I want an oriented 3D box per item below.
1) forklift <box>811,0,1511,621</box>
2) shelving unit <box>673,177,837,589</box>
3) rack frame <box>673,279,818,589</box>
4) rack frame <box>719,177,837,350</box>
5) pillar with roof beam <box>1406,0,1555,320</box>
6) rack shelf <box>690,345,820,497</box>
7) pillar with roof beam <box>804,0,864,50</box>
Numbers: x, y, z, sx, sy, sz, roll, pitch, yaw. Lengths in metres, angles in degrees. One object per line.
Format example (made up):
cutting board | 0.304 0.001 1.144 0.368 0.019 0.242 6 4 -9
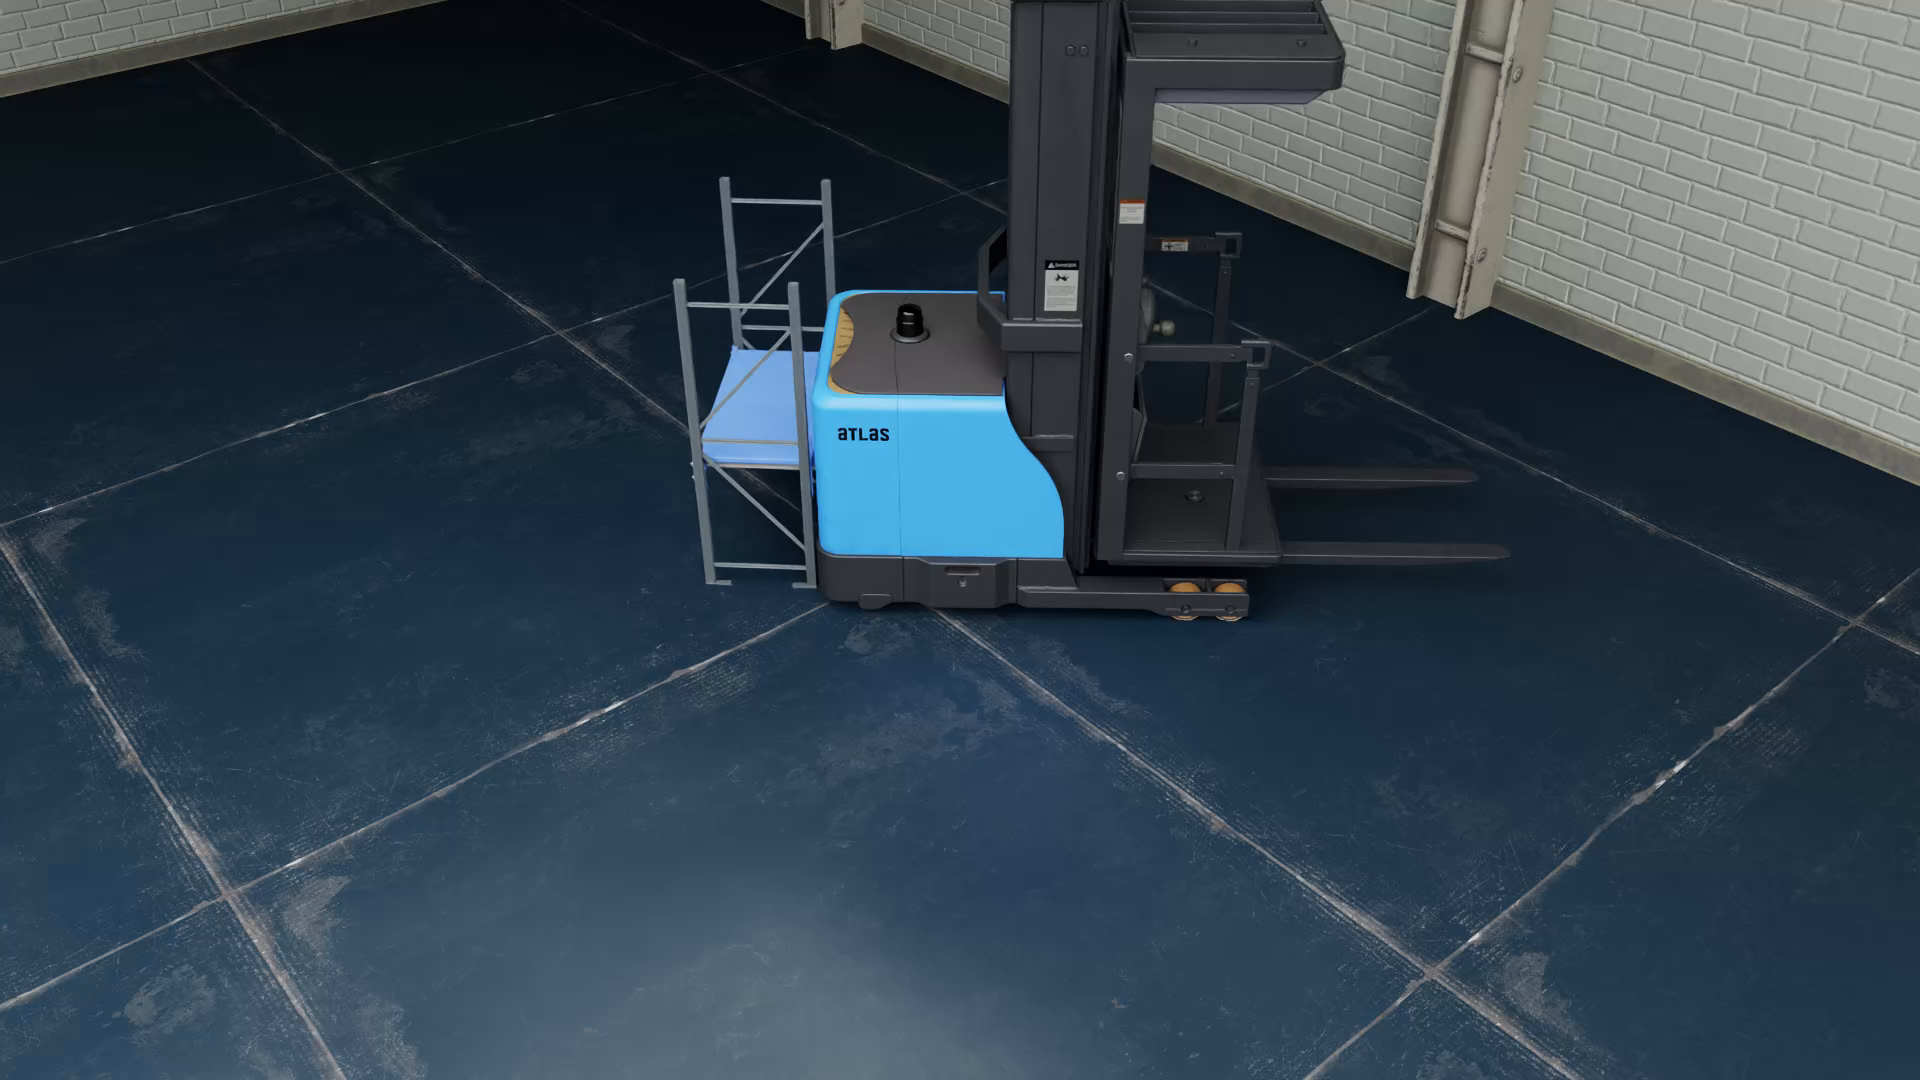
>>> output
forklift | 0.904 -1.155 6.845 3.031 2.935 1.130 1 35 1
shelving unit | -0.857 -0.705 7.447 0.538 1.500 1.048 2 35 3
rack frame | -0.889 -0.411 7.033 0.500 1.500 0.032 2 35 3
rack frame | -0.826 -0.998 7.861 0.500 1.500 0.032 2 35 3
pillar with roof beam | -0.426 -3.472 4.867 9.100 9.000 0.400 -26 43 -32
rack shelf | -0.857 -0.558 7.551 0.538 0.185 1.000 2 35 3
pillar with roof beam | -4.298 -6.122 8.607 9.100 9.000 0.400 -26 43 -32
